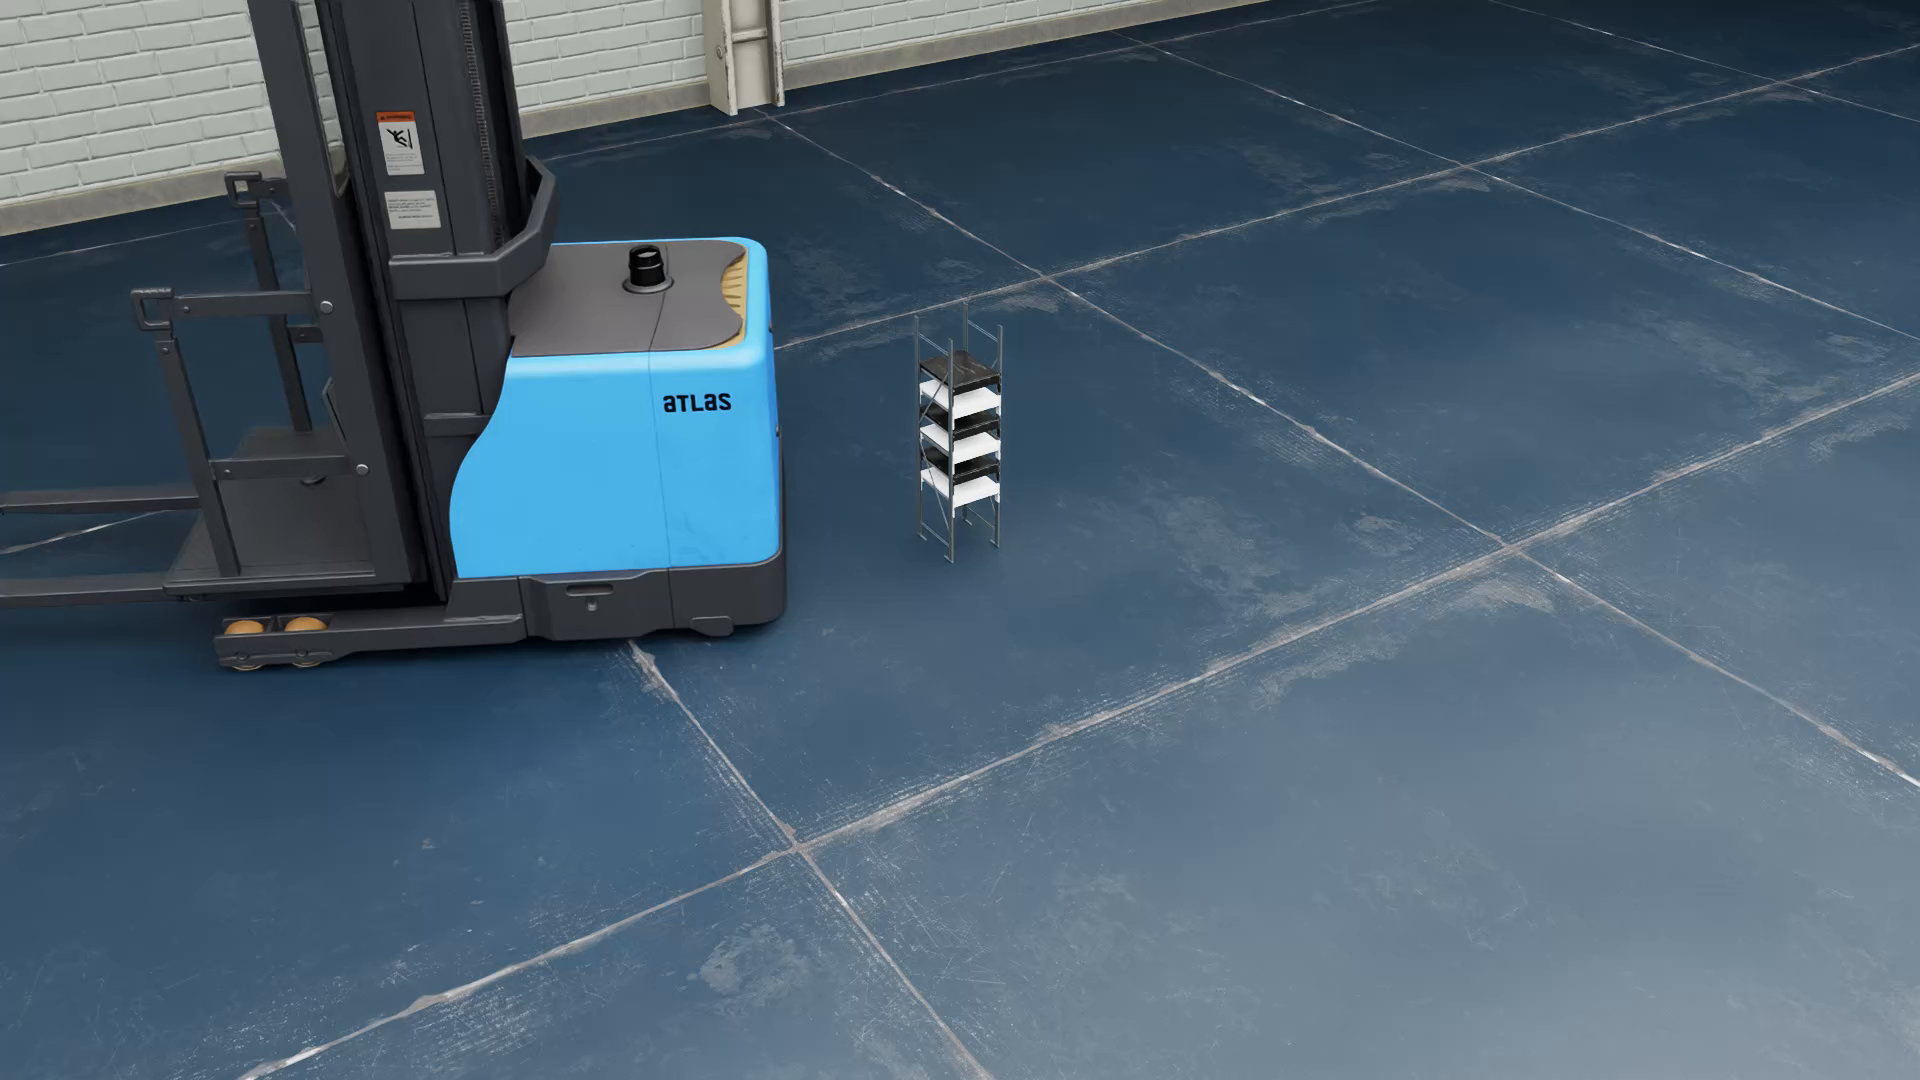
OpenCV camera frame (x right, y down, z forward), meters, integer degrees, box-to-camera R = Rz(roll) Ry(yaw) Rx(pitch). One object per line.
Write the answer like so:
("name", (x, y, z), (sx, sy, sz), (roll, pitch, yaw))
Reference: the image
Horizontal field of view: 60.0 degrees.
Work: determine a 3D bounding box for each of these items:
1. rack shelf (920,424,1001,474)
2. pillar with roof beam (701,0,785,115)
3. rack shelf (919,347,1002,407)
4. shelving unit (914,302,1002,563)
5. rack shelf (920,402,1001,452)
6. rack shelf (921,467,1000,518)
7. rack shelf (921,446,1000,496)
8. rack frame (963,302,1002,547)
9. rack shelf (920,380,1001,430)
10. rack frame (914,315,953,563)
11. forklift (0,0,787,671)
("rack shelf", (-0.007, -0.350, 6.024), (0.200, 0.077, 0.258), (-19, 37, -27))
("pillar with roof beam", (0.963, -4.681, 5.236), (0.400, 9.000, 9.100), (-19, 37, -27))
("rack shelf", (-0.007, -0.578, 5.880), (0.200, 0.077, 0.258), (-19, 37, -27))
("shelving unit", (-0.007, -0.378, 6.006), (0.210, 0.900, 0.258), (-19, 37, -27))
("rack shelf", (-0.007, -0.426, 5.976), (0.200, 0.077, 0.258), (-19, 37, -27))
("rack shelf", (-0.007, -0.198, 6.120), (0.200, 0.077, 0.258), (-19, 37, -27))
("rack shelf", (-0.007, -0.274, 6.072), (0.200, 0.077, 0.258), (-19, 37, -27))
("rack frame", (0.079, -0.408, 6.053), (0.006, 0.900, 0.240), (-19, 37, -27))
("rack shelf", (-0.007, -0.502, 5.928), (0.200, 0.077, 0.258), (-19, 37, -27))
("rack frame", (-0.092, -0.349, 5.960), (0.006, 0.900, 0.240), (-19, 37, -27))
("forklift", (-2.148, -1.100, 5.246), (3.031, 2.935, 1.130), (-3, 32, -5))
